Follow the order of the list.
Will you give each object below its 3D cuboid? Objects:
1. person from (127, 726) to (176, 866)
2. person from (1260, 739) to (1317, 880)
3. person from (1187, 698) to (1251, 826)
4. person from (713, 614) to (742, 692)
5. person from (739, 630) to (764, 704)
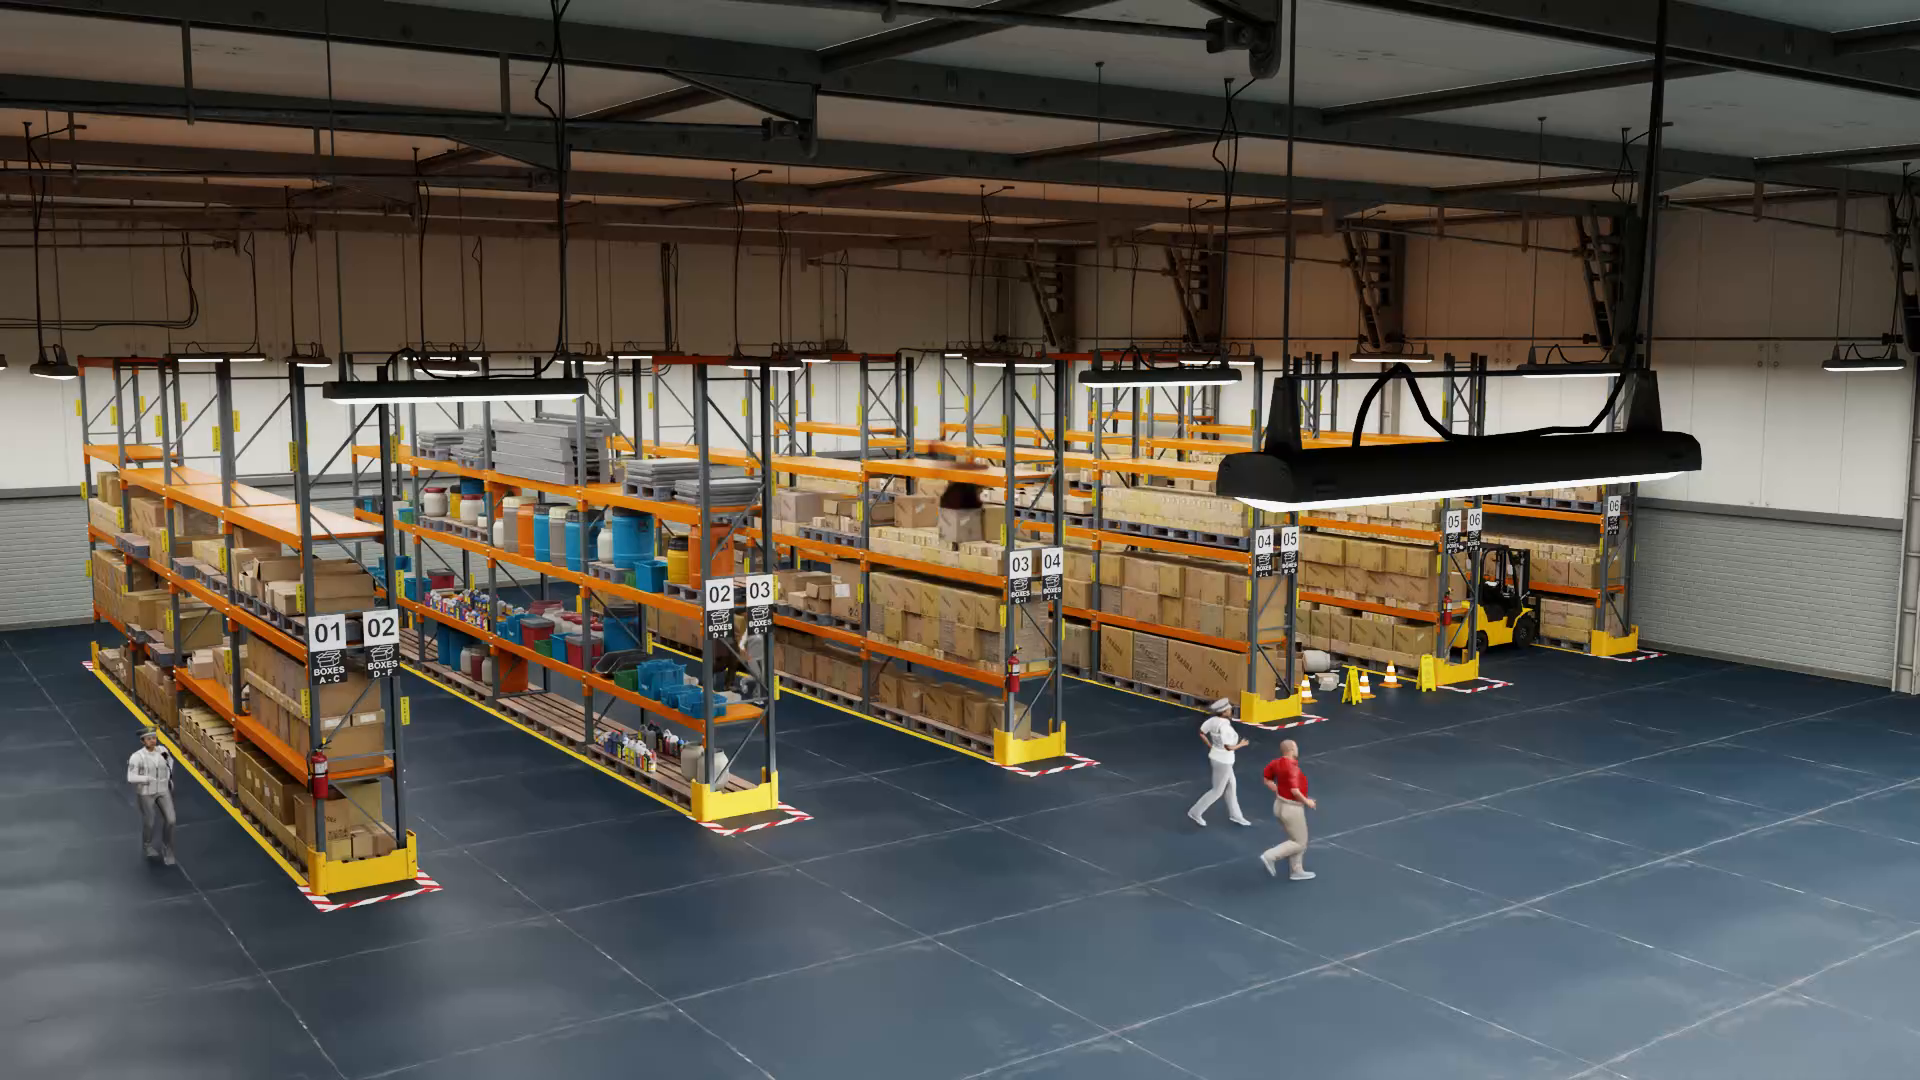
[{"bbox_3d":[-9.706,3.081,20.033,0.590,1.740,0.726,-6,9,-42],"label":"person"},{"bbox_3d":[3.804,3.149,19.339,0.783,1.688,0.680,-3,7,-20],"label":"person"},{"bbox_3d":[3.360,2.881,21.436,0.883,1.721,0.574,-1,7,-7],"label":"person"},{"bbox_3d":[-4.251,1.838,29.955,0.757,1.737,0.709,6,9,42],"label":"person"},{"bbox_3d":[-3.577,2.069,28.911,0.549,1.557,0.538,7,10,43],"label":"person"}]
